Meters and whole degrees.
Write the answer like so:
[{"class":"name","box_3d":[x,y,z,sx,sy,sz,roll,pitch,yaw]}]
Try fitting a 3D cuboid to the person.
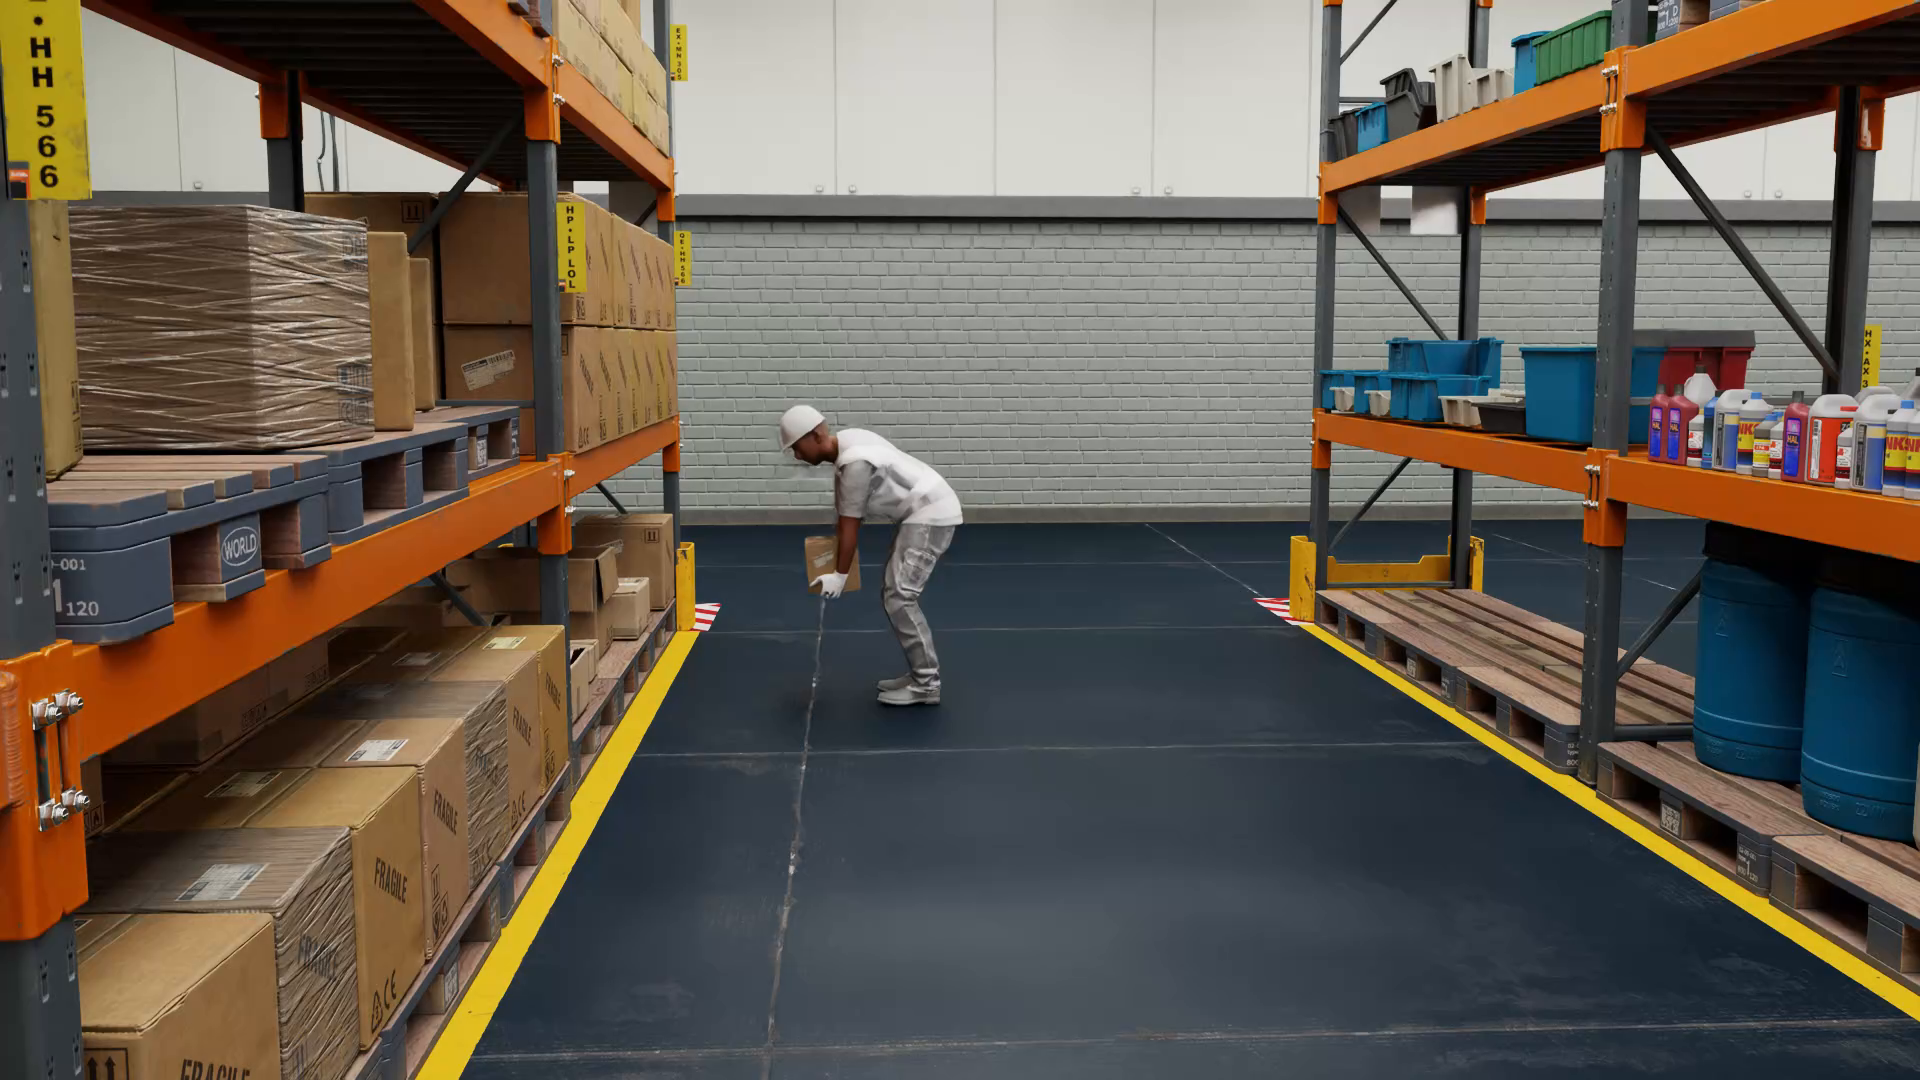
[{"class":"person","box_3d":[-0.425,0.067,8.052,0.876,1.437,0.498,-1,7,-5]}]
